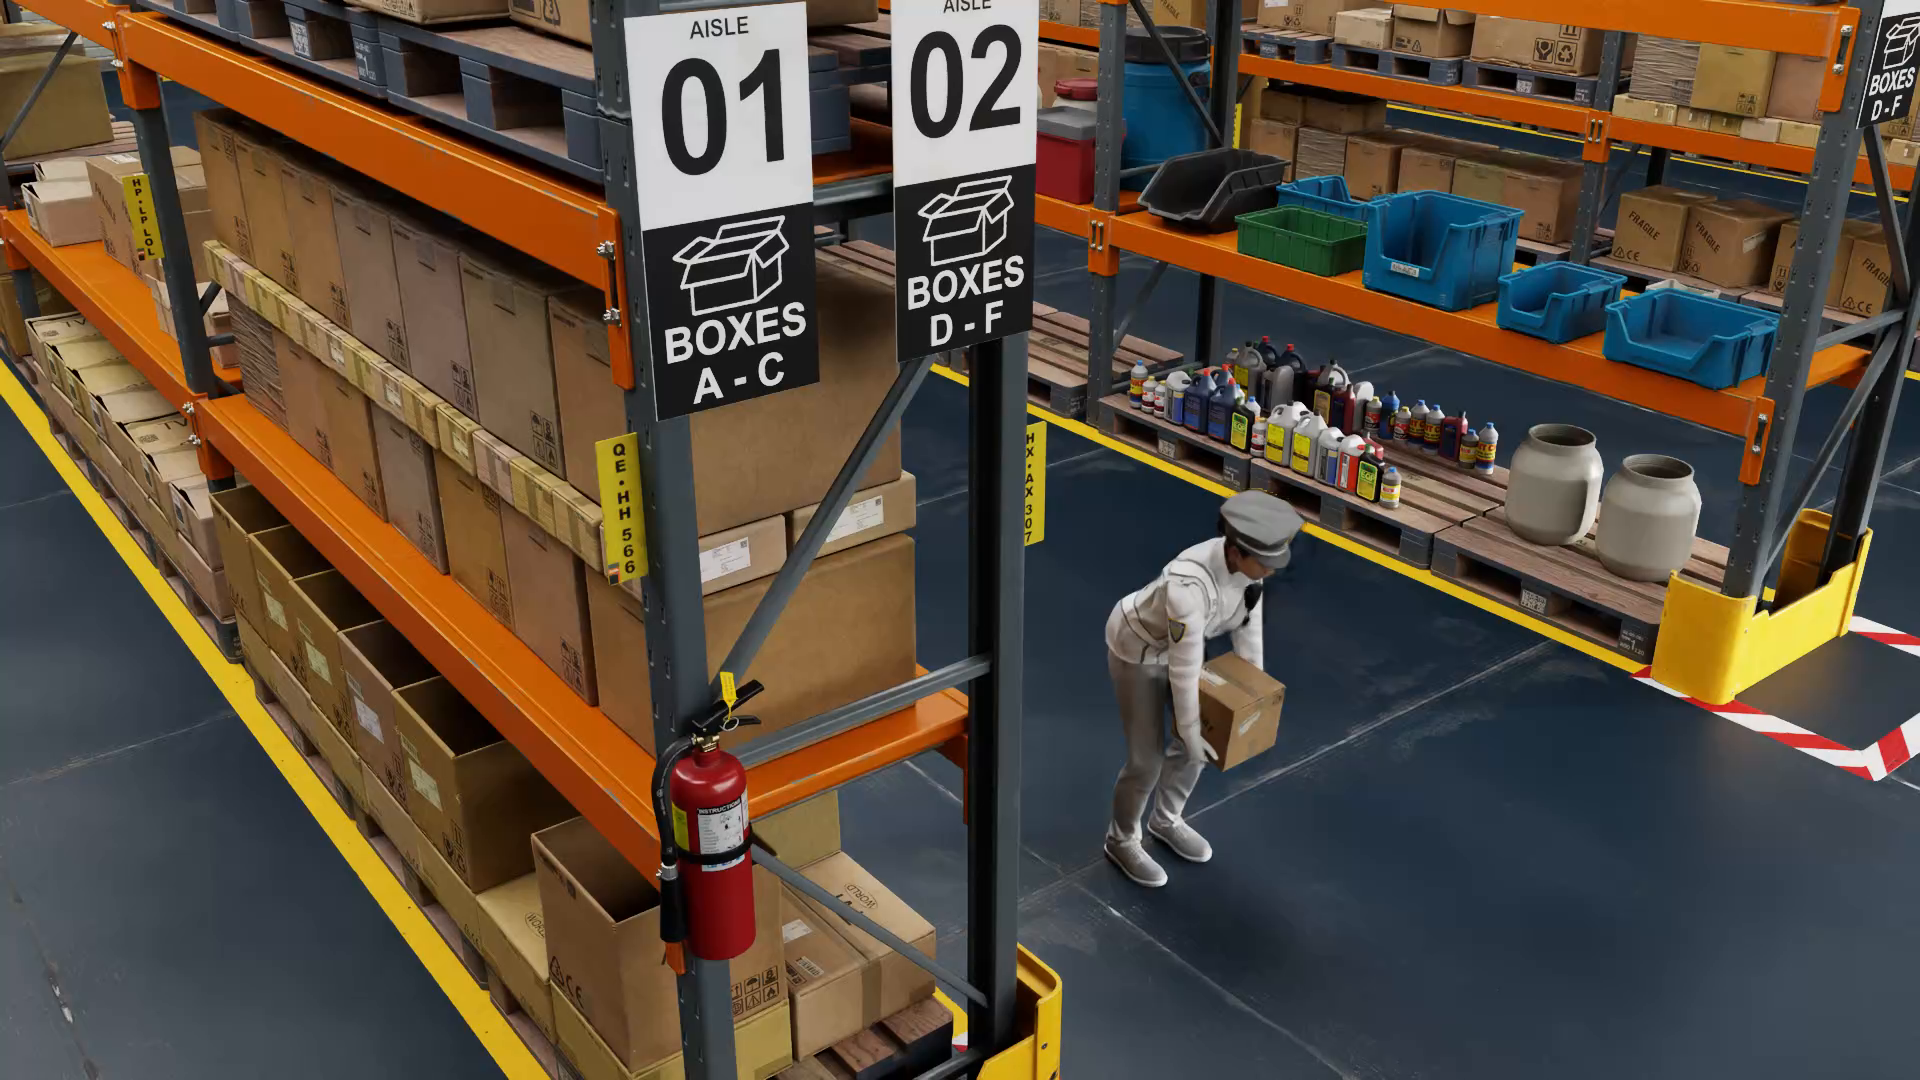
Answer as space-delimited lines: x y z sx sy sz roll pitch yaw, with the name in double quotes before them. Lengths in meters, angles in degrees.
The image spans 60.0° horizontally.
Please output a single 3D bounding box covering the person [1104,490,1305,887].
"person" 0.809 0.509 5.675 0.408 1.531 0.692 -19 31 -35
